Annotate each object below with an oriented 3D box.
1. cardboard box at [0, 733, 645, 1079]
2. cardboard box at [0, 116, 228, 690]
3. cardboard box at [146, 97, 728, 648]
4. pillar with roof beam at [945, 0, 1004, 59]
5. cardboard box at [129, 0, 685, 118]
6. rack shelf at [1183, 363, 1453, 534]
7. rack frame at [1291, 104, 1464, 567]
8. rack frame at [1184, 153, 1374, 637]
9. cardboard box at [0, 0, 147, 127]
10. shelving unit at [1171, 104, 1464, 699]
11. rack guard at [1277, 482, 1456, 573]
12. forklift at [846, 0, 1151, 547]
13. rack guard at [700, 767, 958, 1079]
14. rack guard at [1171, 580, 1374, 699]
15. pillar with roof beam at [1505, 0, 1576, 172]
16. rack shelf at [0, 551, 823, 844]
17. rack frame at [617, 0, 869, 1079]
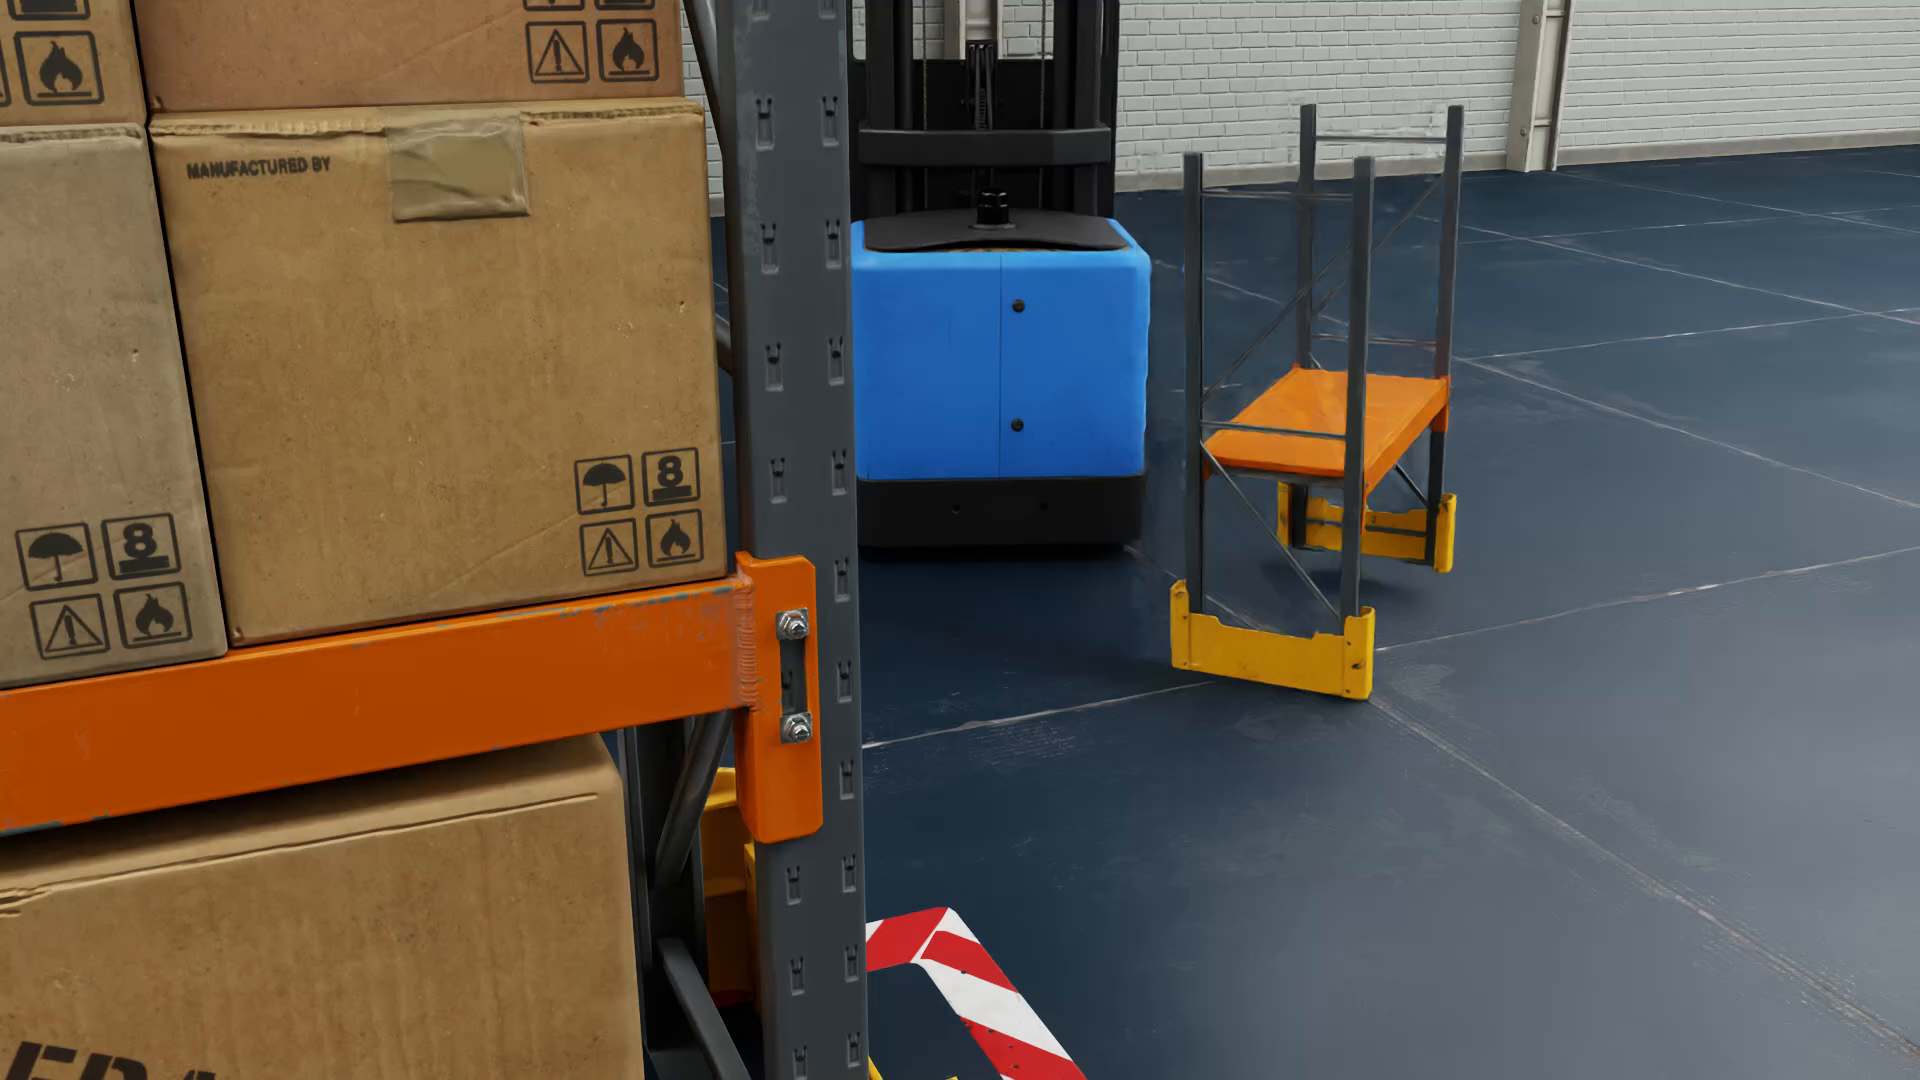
[{"bbox_3d":[-0.972,0.612,2.333,0.875,0.875,0.875,-8,21,-22],"label":"cardboard box"},{"bbox_3d":[-1.195,-0.230,1.934,0.550,0.550,0.875,-8,21,-22],"label":"cardboard box"},{"bbox_3d":[-0.699,-0.309,2.158,0.550,0.550,0.875,-8,21,-22],"label":"cardboard box"},{"bbox_3d":[1.819,-5.800,8.945,0.400,9.000,9.100,-8,21,-22],"label":"pillar with roof beam"},{"bbox_3d":[-0.732,-0.844,2.052,0.550,0.550,0.875,-8,21,-22],"label":"cardboard box"},{"bbox_3d":[1.109,-0.303,5.055,0.538,0.185,1.000,8,24,27],"label":"rack shelf"},{"bbox_3d":[1.339,-0.644,5.404,0.500,1.500,0.032,8,24,27],"label":"rack frame"},{"bbox_3d":[0.860,-0.298,4.576,0.500,1.500,0.032,8,24,27],"label":"rack frame"},{"bbox_3d":[-1.200,-0.744,1.766,0.550,0.550,0.875,-8,21,-22],"label":"cardboard box"},{"bbox_3d":[1.095,-0.468,4.983,0.587,1.500,1.083,8,24,27],"label":"shelving unit"},{"bbox_3d":[1.363,-0.055,5.613,0.587,0.250,0.087,8,24,27],"label":"rack guard"},{"bbox_3d":[0.053,-1.799,6.717,1.130,2.935,3.031,-1,19,-3],"label":"forklift"},{"bbox_3d":[-0.354,0.875,2.785,0.348,0.500,1.175,-8,21,-22],"label":"rack guard"},{"bbox_3d":[0.894,0.284,4.802,0.587,0.250,0.087,8,24,27],"label":"rack guard"},{"bbox_3d":[7.329,-6.589,11.187,0.400,9.000,9.100,-8,21,-22],"label":"pillar with roof beam"},{"bbox_3d":[-2.212,0.301,1.733,4.000,0.370,1.077,-8,21,-22],"label":"rack shelf"},{"bbox_3d":[-0.376,-0.301,2.361,0.127,3.000,1.000,-8,21,-22],"label":"rack frame"}]
